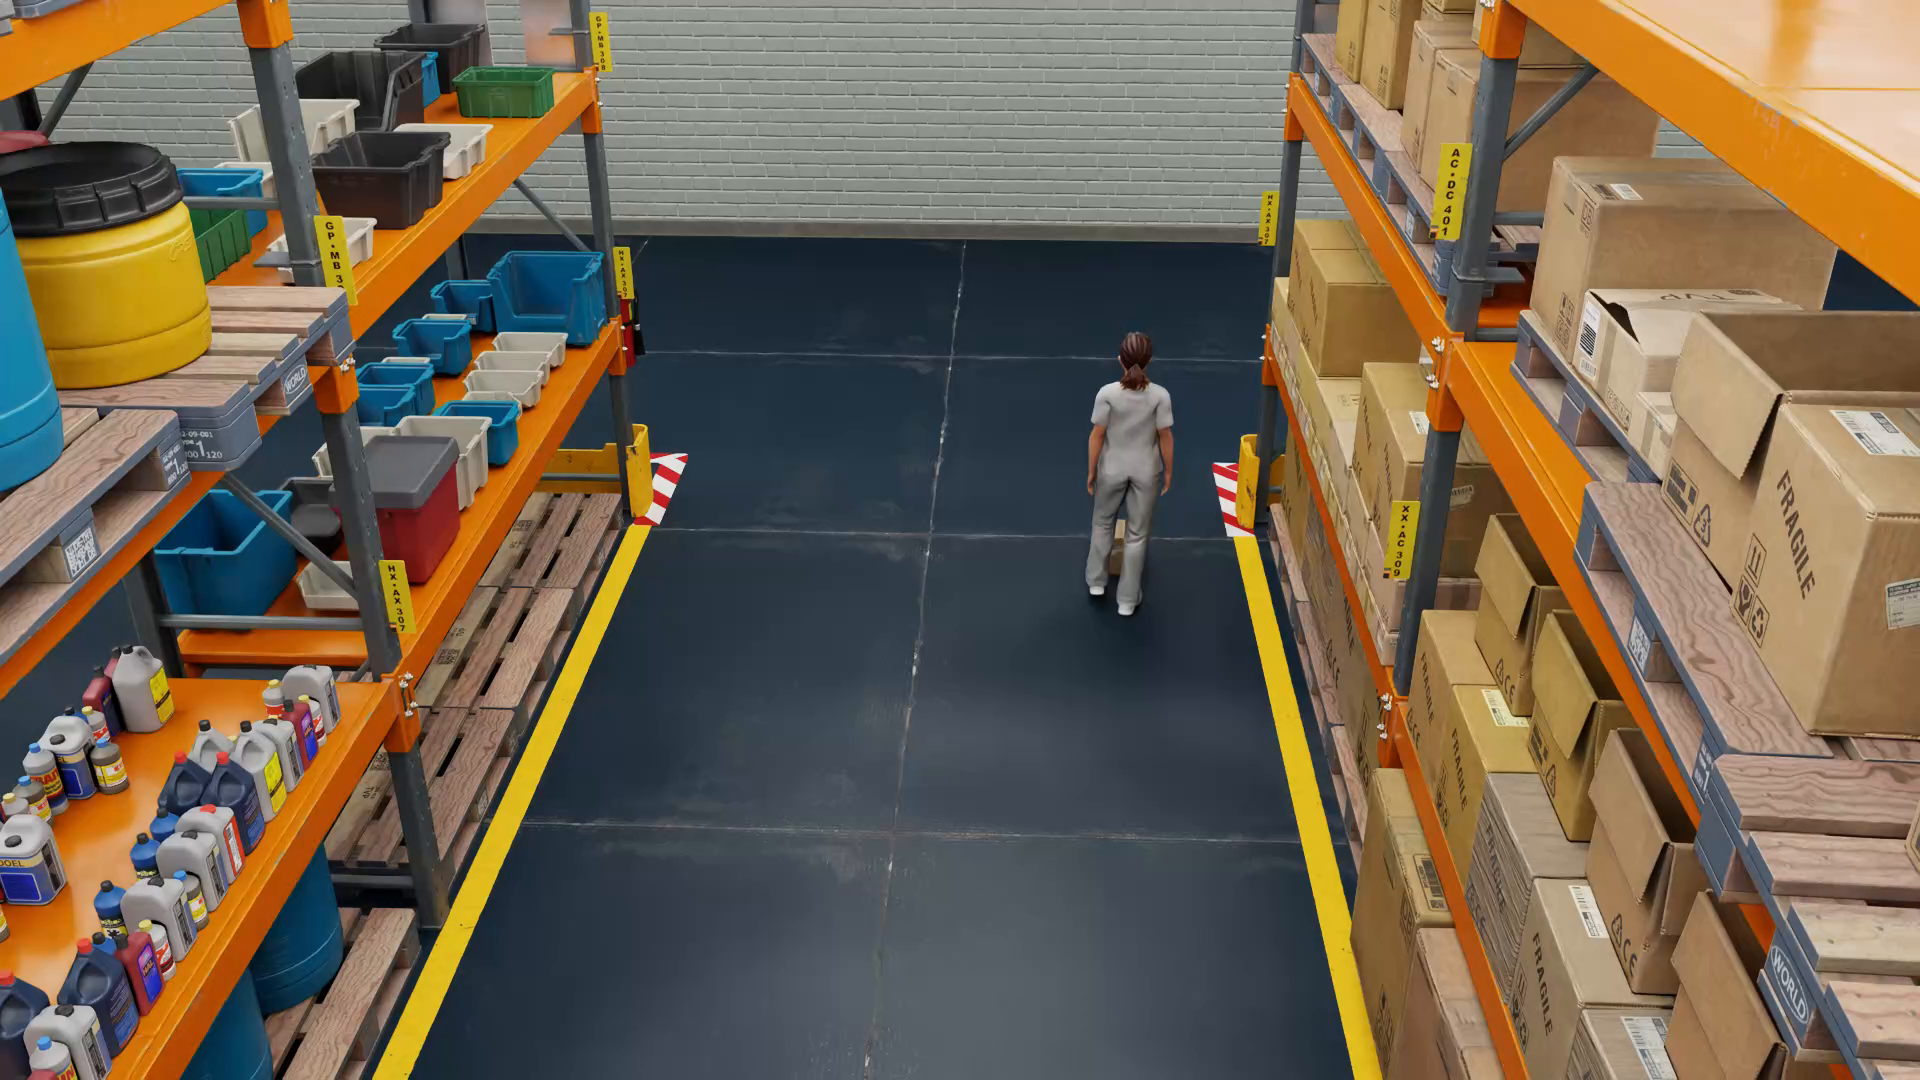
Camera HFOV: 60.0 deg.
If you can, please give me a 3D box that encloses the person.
[{"bbox_3d":[0.960,-0.405,9.377,0.474,1.683,0.528,4,28,7],"label":"person"}]
